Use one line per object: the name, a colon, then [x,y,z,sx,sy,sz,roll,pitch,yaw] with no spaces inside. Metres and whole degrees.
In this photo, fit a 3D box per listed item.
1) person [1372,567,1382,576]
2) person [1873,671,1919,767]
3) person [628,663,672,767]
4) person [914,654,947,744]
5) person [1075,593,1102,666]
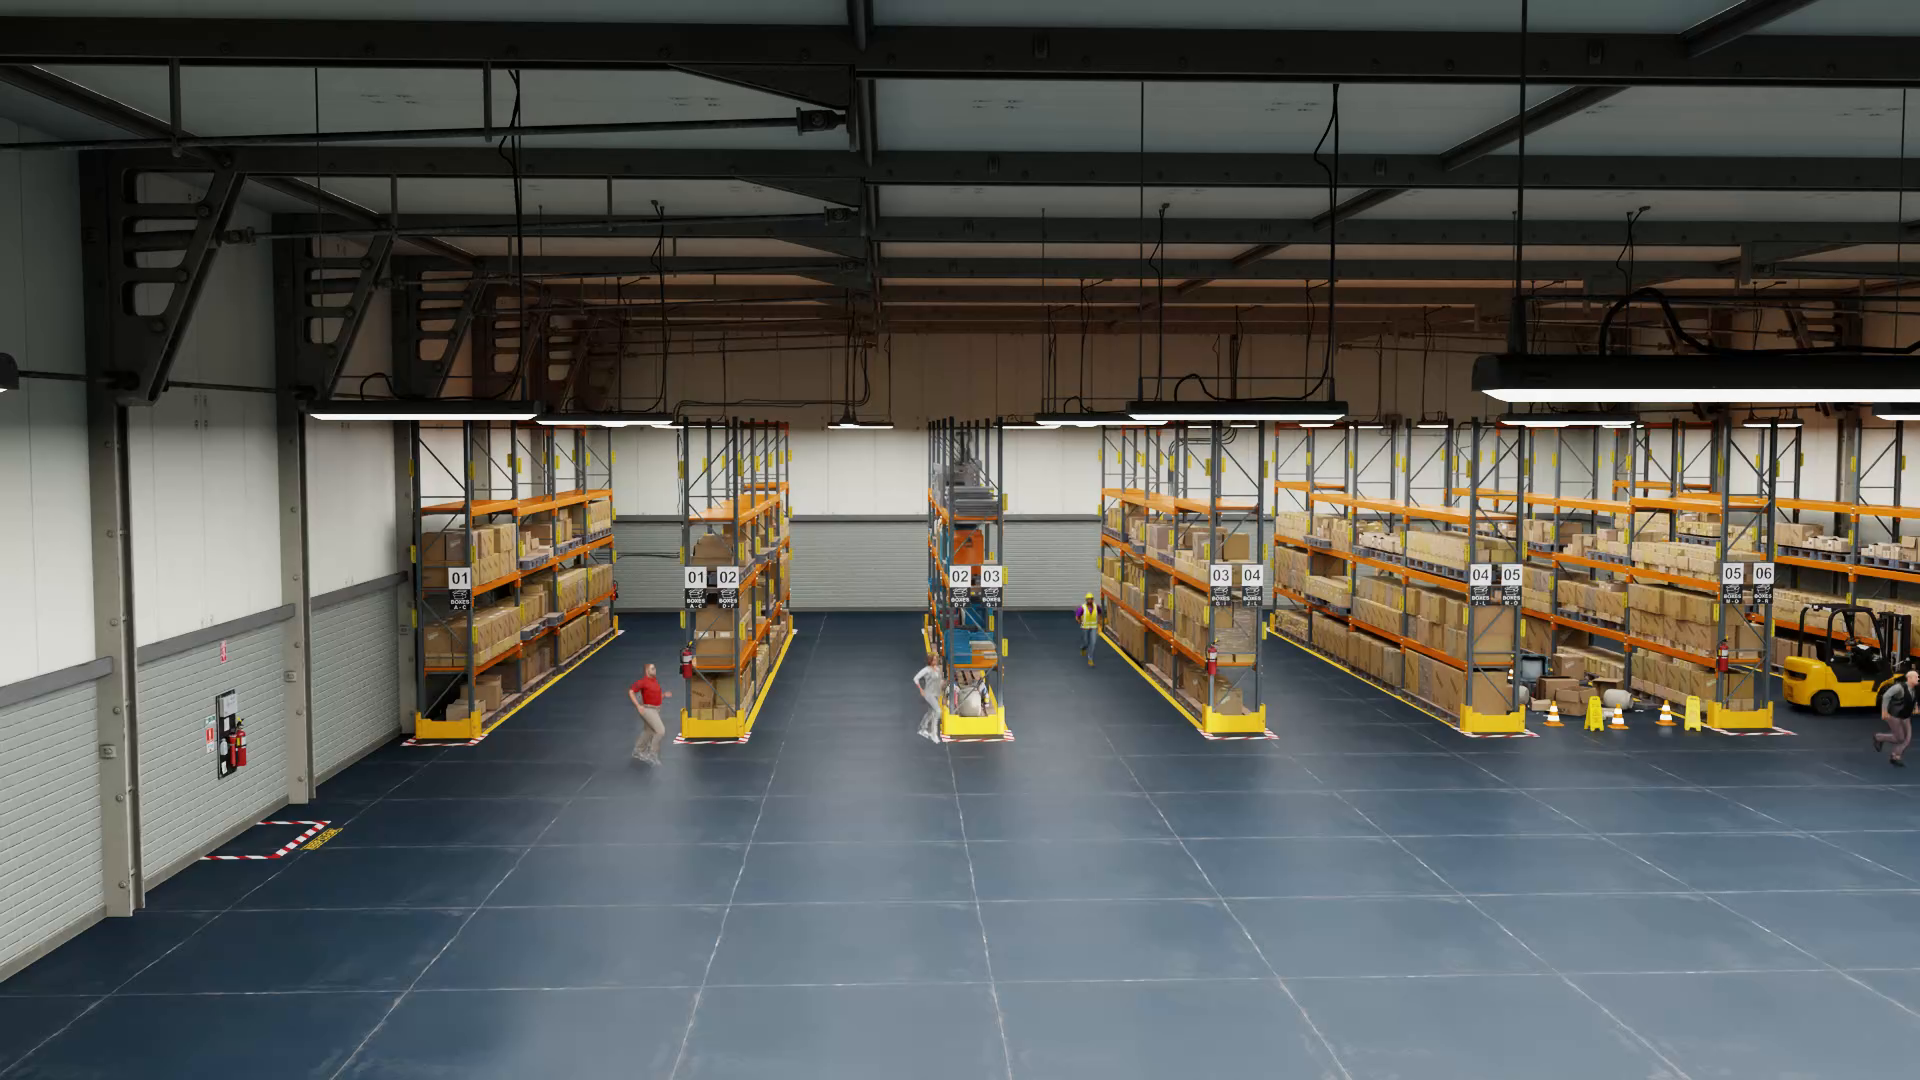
person: [12.636,1.595,50.508,0.735,1.725,0.545,-2,4,-29]
person: [16.130,3.050,28.627,0.653,1.660,0.763,-2,4,-29]
person: [-5.307,3.011,28.582,0.753,1.795,0.633,1,4,9]
person: [-0.519,2.919,30.696,0.708,1.642,0.504,3,4,34]
person: [3.189,2.193,41.080,0.709,1.765,0.824,-1,4,-9]
